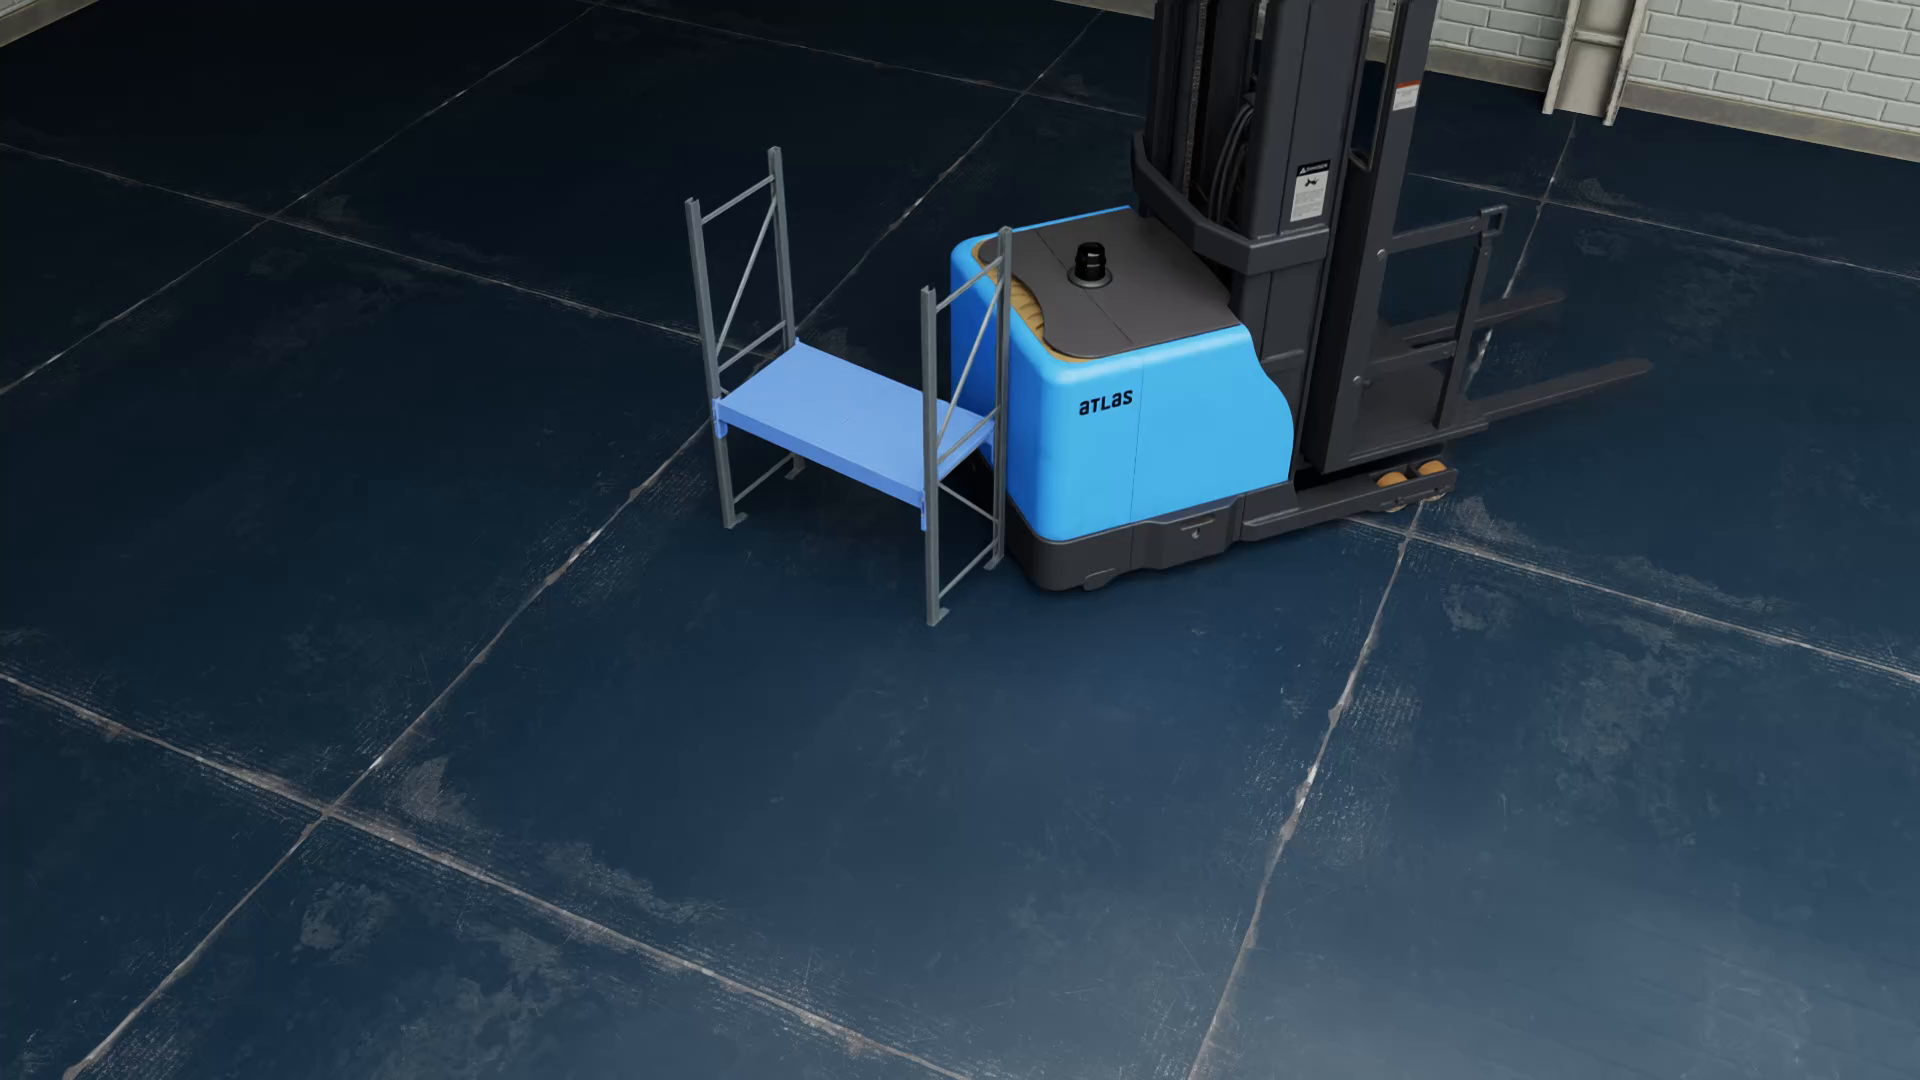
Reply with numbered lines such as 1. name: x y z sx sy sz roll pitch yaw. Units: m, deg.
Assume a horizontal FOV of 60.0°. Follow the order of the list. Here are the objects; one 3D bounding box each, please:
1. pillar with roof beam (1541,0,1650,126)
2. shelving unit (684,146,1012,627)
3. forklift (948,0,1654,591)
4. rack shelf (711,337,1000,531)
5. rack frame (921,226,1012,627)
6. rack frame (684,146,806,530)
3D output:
1. pillar with roof beam: 1.779 -3.347 3.742 0.400 9.000 9.100 17 44 19
2. shelving unit: -0.394 -0.560 6.251 1.048 1.500 0.538 24 46 25
3. forklift: 1.517 -1.529 6.276 3.031 2.935 1.130 -15 43 -17
4. rack shelf: -0.394 -0.424 6.369 1.000 0.185 0.538 24 46 25
5. rack frame: 0.025 -0.372 6.034 0.032 1.500 0.500 24 46 25
6. rack frame: -0.813 -0.748 6.468 0.032 1.500 0.500 24 46 25
